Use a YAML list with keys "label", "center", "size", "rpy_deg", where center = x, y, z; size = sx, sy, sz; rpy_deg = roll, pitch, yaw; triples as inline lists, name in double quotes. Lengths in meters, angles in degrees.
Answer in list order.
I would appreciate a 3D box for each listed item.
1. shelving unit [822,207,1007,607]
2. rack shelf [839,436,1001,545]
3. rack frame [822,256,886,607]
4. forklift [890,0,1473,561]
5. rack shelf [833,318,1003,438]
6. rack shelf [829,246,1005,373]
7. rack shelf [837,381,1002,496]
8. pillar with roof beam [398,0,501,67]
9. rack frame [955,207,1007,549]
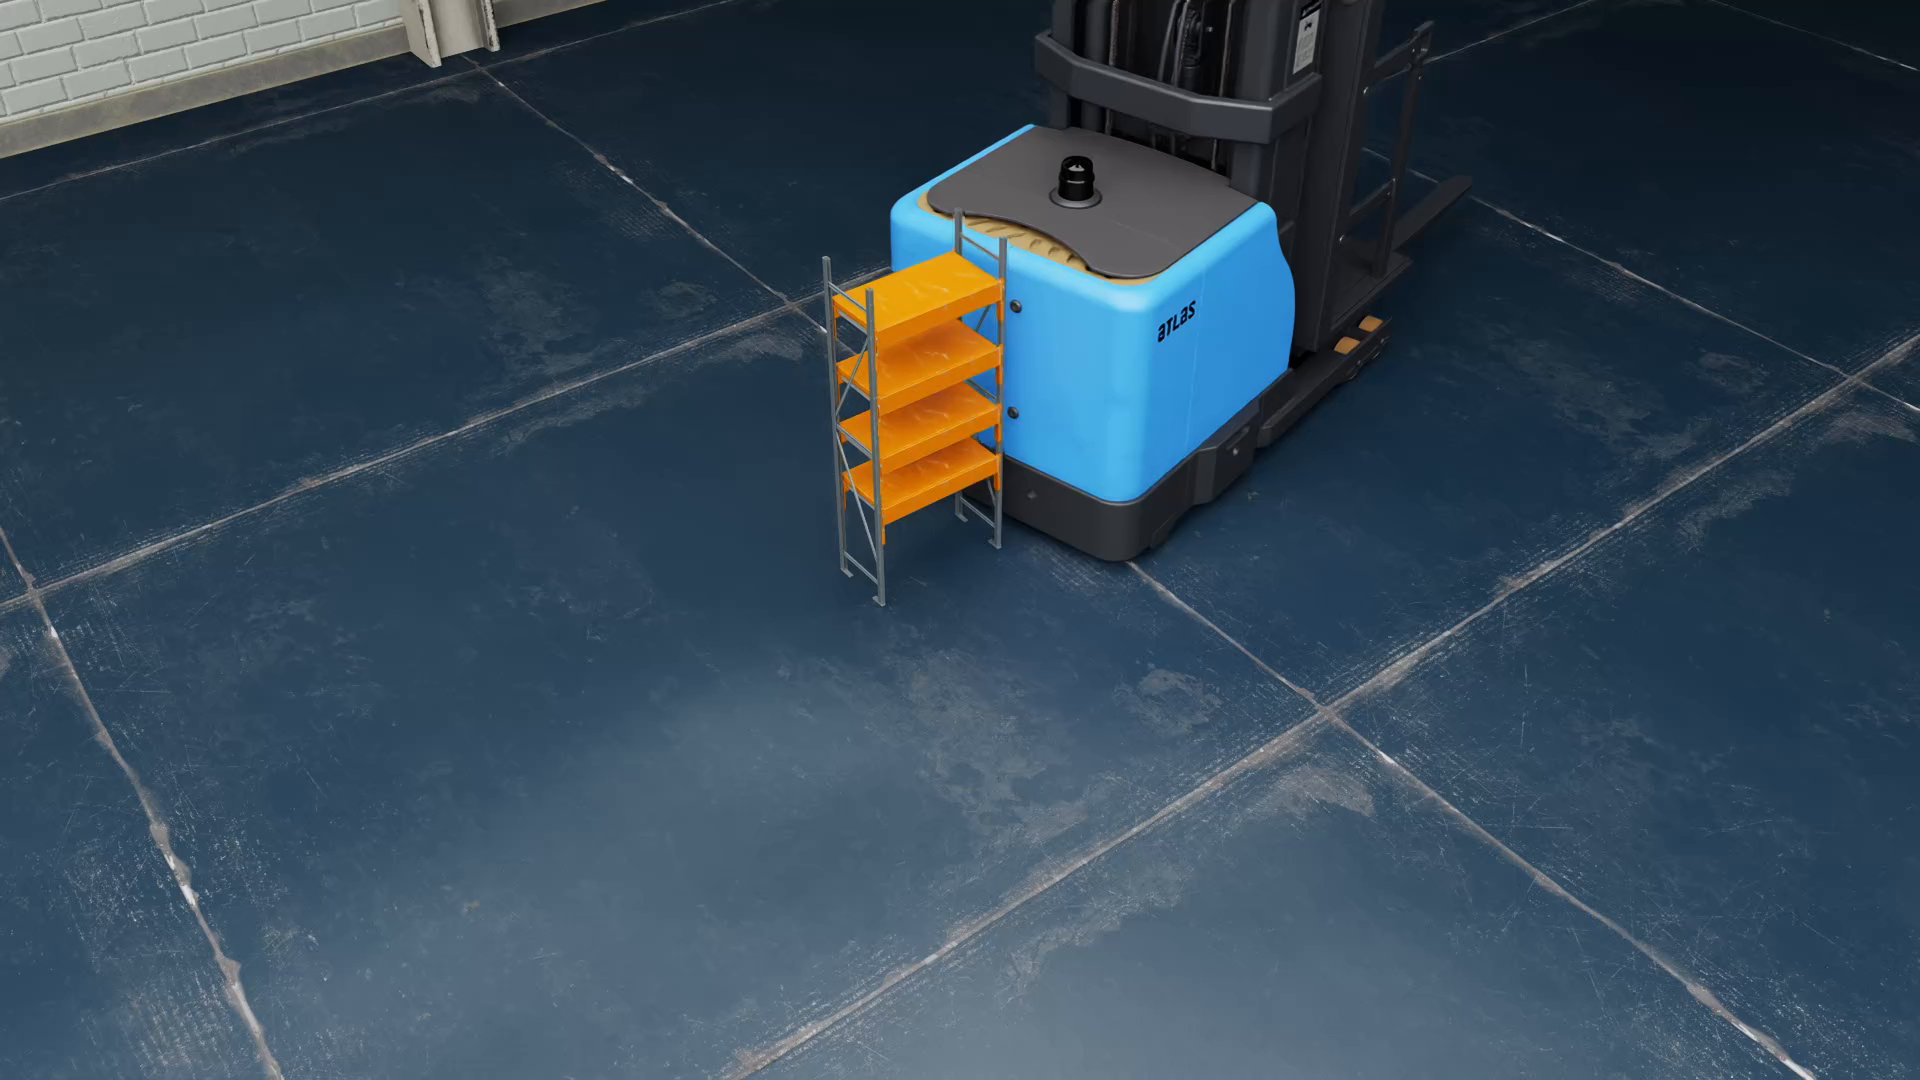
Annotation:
- label: "shelving unit"
  center: [-0.131, -0.400, 5.291]
  size: [0.503, 1.200, 0.258]
  rpy_deg: [-26, 46, -28]
- label: "rack shelf"
  center: [-0.131, -0.194, 5.460]
  size: [0.480, 0.148, 0.258]
  rpy_deg: [-26, 46, -28]
- label: "rack frame"
  center: [-0.325, -0.306, 5.177]
  size: [0.015, 1.200, 0.240]
  rpy_deg: [-26, 46, -28]
- label: "forklift"
  center: [1.066, -1.937, 5.800]
  size: [1.130, 2.935, 3.031]
  rpy_deg: [27, 46, 29]
- label: "rack shelf"
  center: [-0.131, -0.521, 5.192]
  size: [0.480, 0.148, 0.258]
  rpy_deg: [-26, 46, -28]
- label: "rack shelf"
  center: [-0.131, -0.704, 5.042]
  size: [0.480, 0.148, 0.258]
  rpy_deg: [-26, 46, -28]
- label: "rack shelf"
  center: [-0.131, -0.348, 5.334]
  size: [0.480, 0.148, 0.258]
  rpy_deg: [-26, 46, -28]
- label: "pillar with roof beam"
  center: [-0.105, -3.966, 3.489]
  size: [0.400, 9.000, 9.100]
  rpy_deg: [-26, 46, -28]
- label: "rack frame"
  center: [0.062, -0.494, 5.406]
  size: [0.015, 1.200, 0.240]
  rpy_deg: [-26, 46, -28]
